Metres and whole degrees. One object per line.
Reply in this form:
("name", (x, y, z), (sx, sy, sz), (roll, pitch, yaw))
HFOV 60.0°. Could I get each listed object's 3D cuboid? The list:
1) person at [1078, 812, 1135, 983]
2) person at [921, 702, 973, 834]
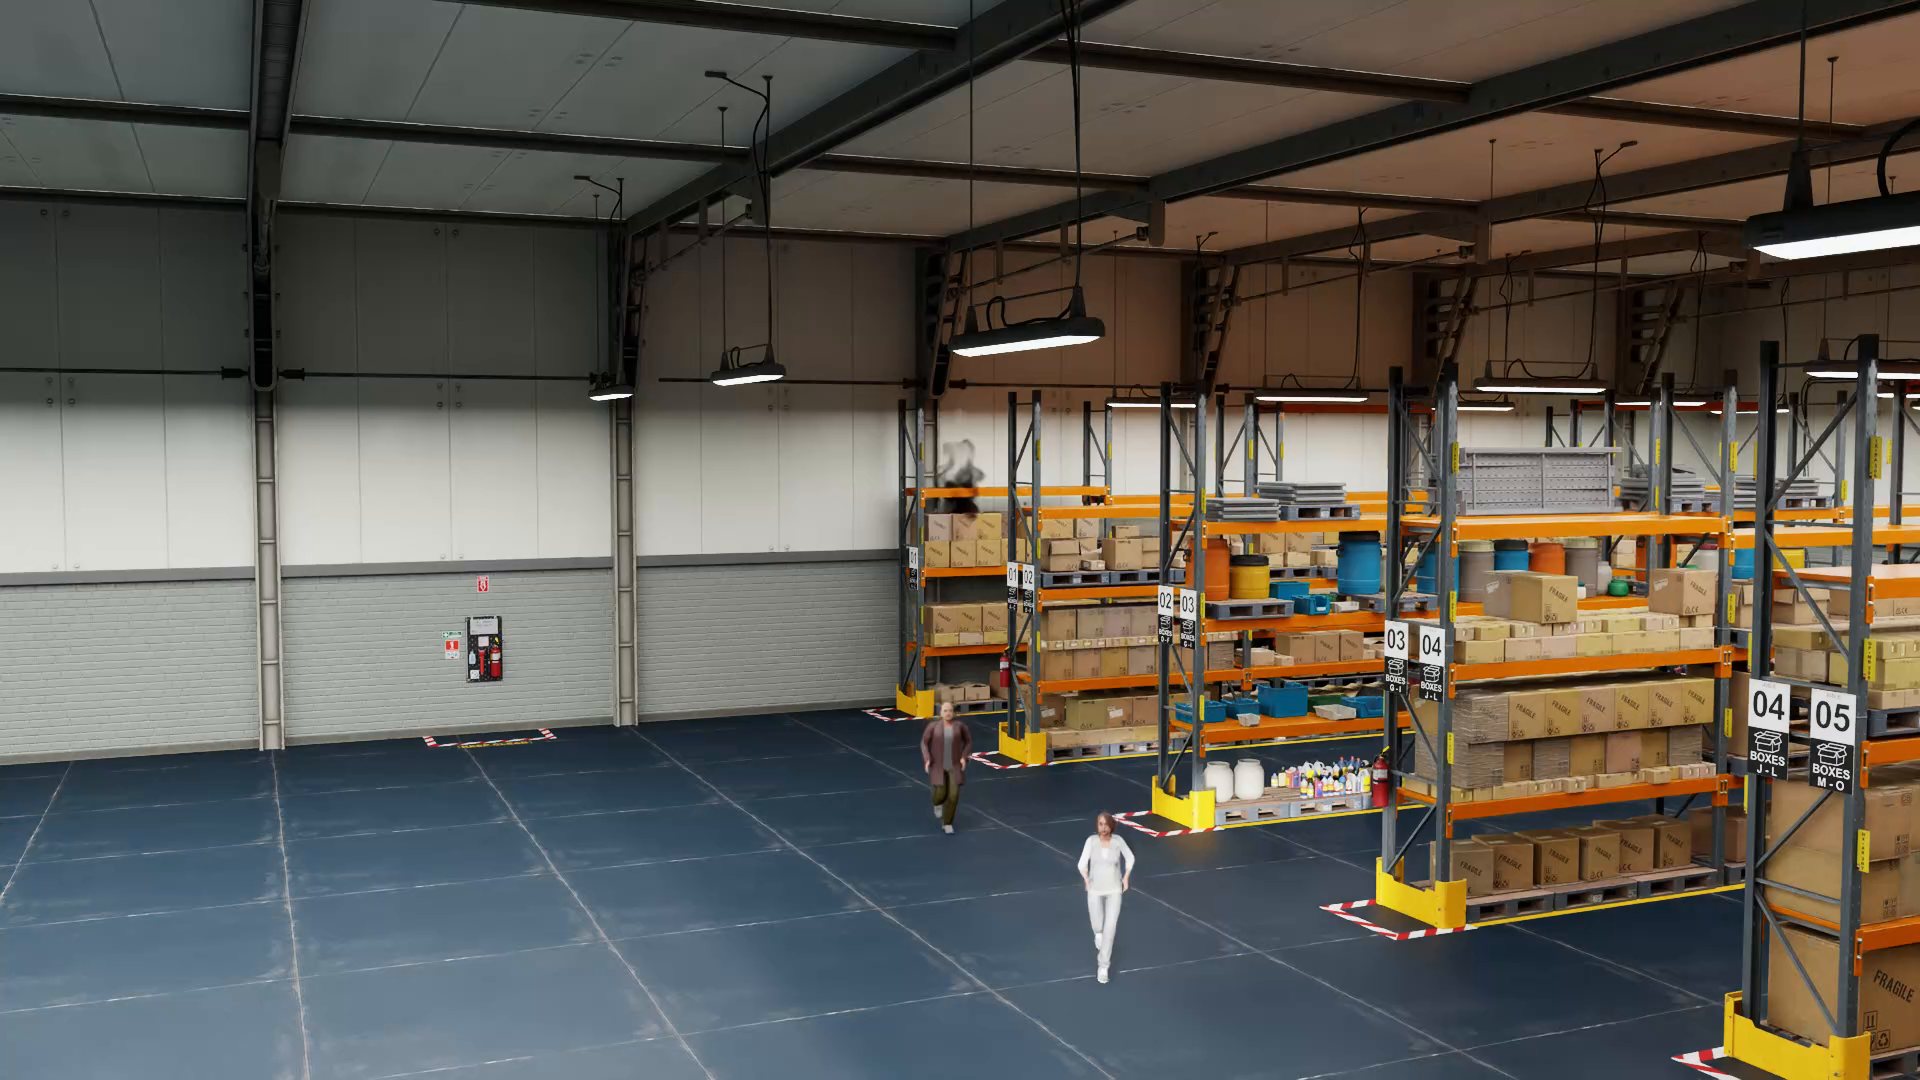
("person", (1.425, 3.439, 16.238), (0.549, 1.586, 0.780), (0, 3, 8))
("person", (-0.177, 3.008, 22.166), (0.695, 1.727, 0.672), (0, 3, -6))
